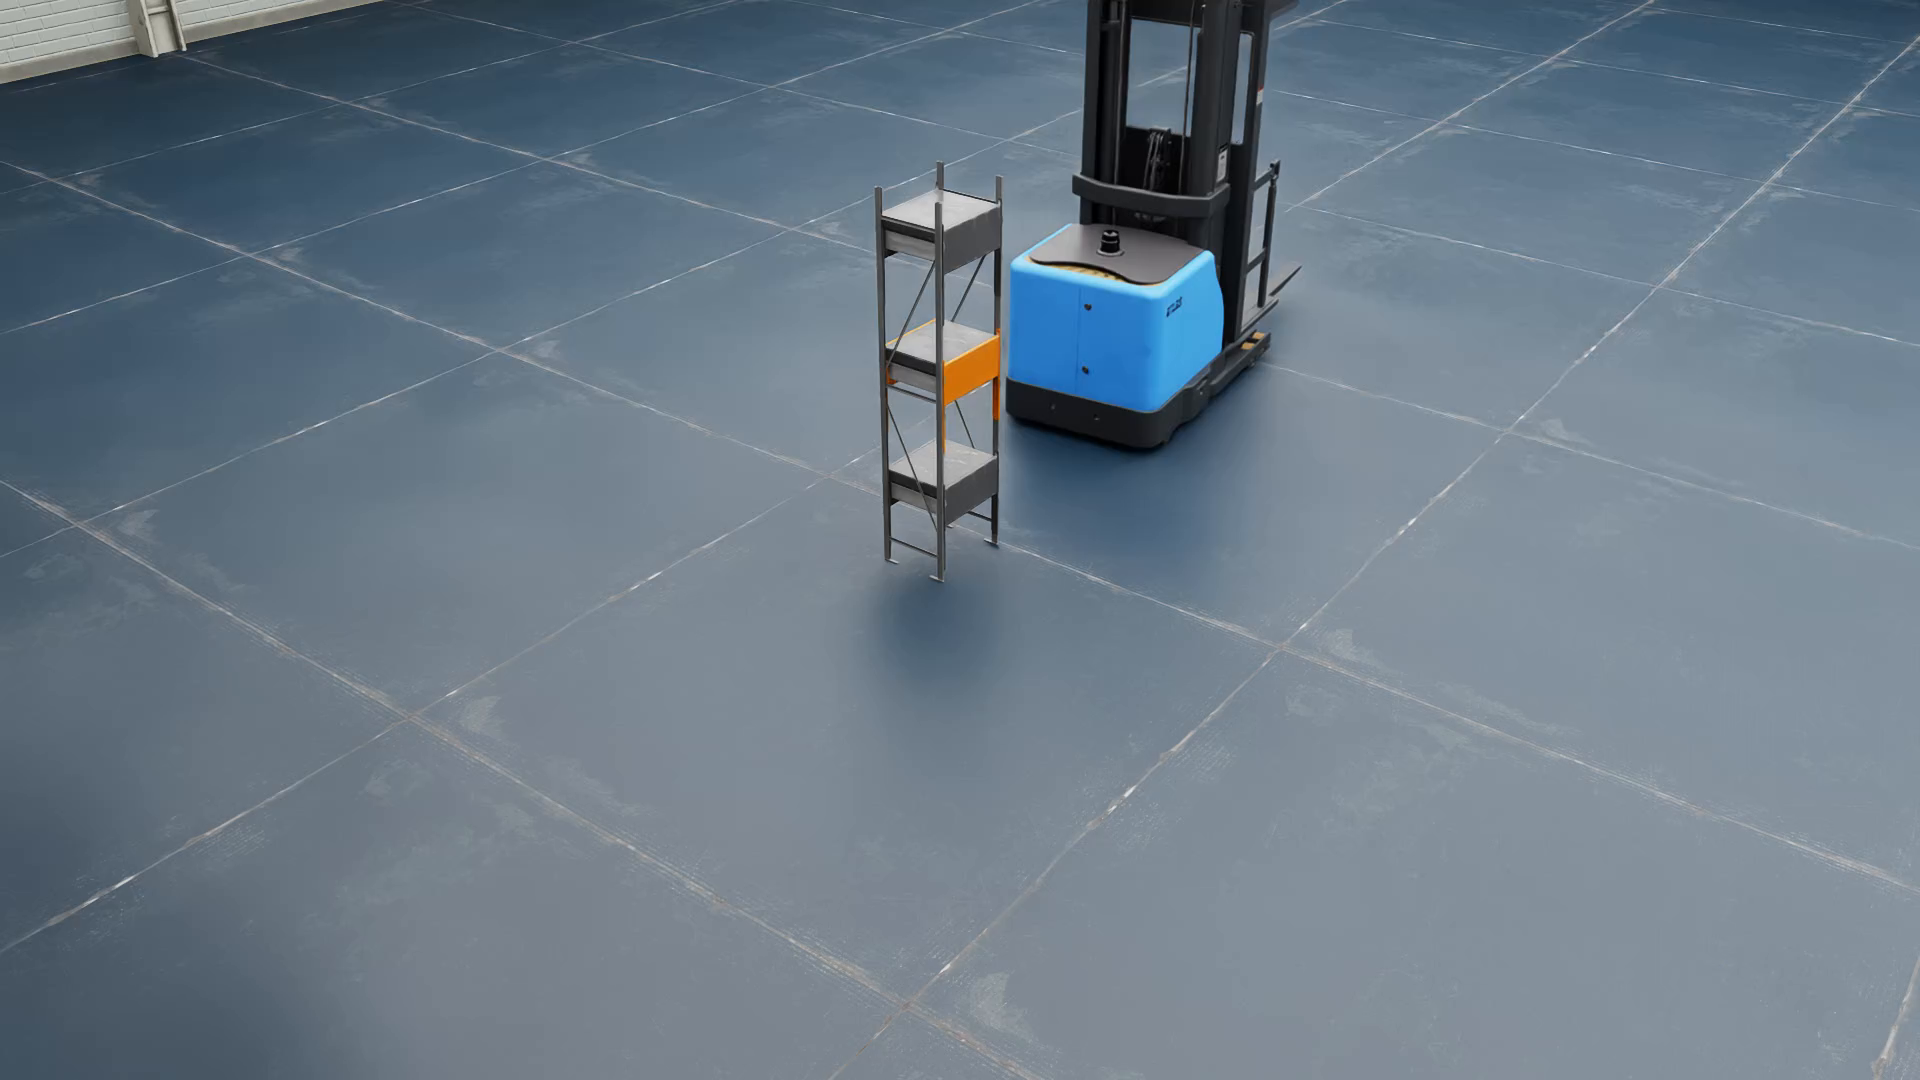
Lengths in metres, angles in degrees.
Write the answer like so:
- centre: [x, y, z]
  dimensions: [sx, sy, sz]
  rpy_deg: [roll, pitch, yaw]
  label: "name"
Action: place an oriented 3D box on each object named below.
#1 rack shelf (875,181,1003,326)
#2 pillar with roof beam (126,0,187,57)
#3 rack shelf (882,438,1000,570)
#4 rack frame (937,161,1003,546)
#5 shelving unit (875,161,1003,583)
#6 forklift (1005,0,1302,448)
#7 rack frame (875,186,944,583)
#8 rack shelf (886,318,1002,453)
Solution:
- centre: [-0.100, -1.426, 8.251]
  dimensions: [0.431, 0.518, 0.480]
  rpy_deg: [21, 37, 31]
  label: "rack shelf"
- centre: [-5.362, -7.936, 13.815]
  dimensions: [9.100, 9.000, 0.400]
  rpy_deg: [21, 37, 31]
  label: "pillar with roof beam"
- centre: [-0.100, -0.222, 8.965]
  dimensions: [0.431, 0.518, 0.480]
  rpy_deg: [21, 37, 31]
  label: "rack shelf"
- centre: [0.047, -0.935, 8.769]
  dimensions: [0.400, 2.100, 0.015]
  rpy_deg: [21, 37, 31]
  label: "rack frame"
- centre: [-0.100, -0.836, 8.601]
  dimensions: [0.431, 2.100, 0.503]
  rpy_deg: [21, 37, 31]
  label: "shelving unit"
- centre: [1.467, -2.535, 10.652]
  dimensions: [1.130, 2.935, 3.031]
  rpy_deg: [17, 34, 26]
  label: "forklift"
- centre: [-0.247, -0.737, 8.434]
  dimensions: [0.400, 2.100, 0.015]
  rpy_deg: [21, 37, 31]
  label: "rack frame"
- centre: [-0.100, -0.824, 8.608]
  dimensions: [0.431, 0.518, 0.480]
  rpy_deg: [21, 37, 31]
  label: "rack shelf"
